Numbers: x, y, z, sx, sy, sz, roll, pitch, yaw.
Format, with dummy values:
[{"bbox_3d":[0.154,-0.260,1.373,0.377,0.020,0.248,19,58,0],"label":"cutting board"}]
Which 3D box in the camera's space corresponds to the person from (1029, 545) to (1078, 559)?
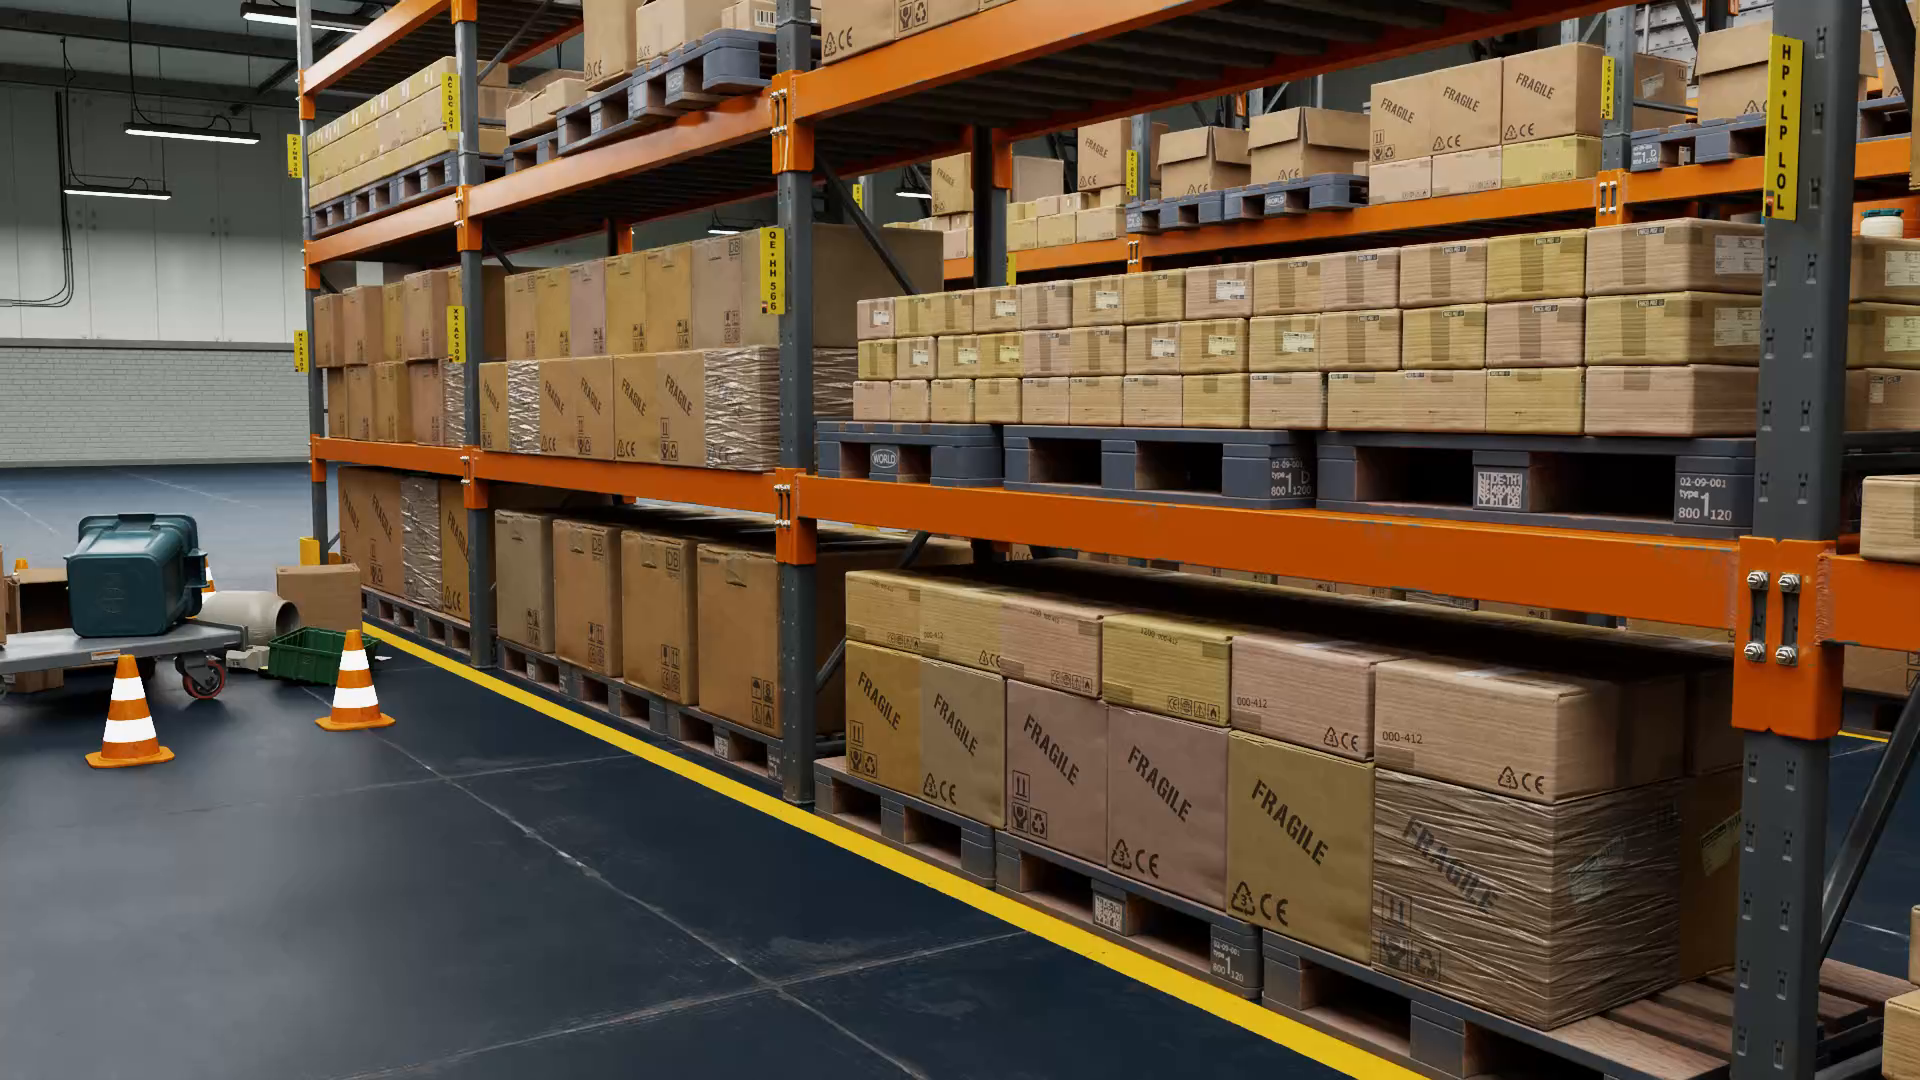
[{"bbox_3d":[0.613,-0.151,10.918,0.347,1.655,0.505,-3,6,-33],"label":"person"}]
